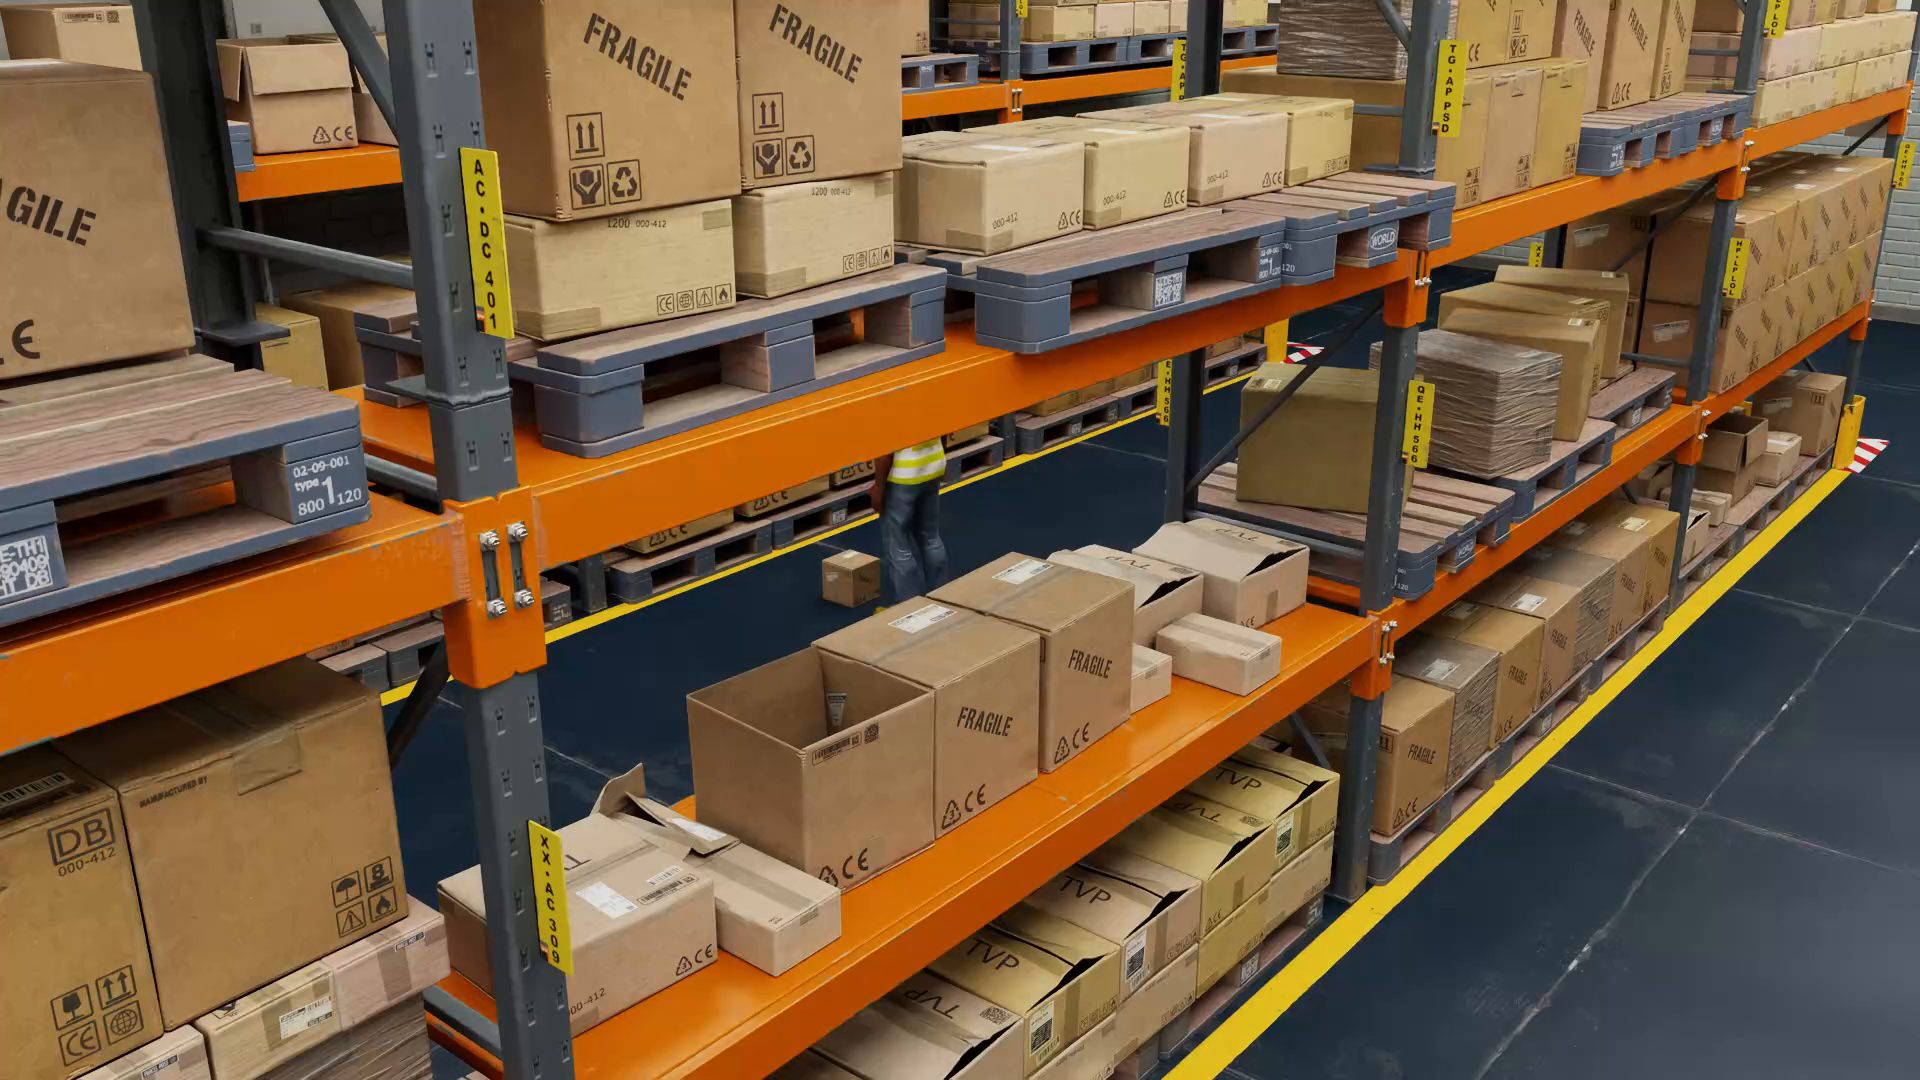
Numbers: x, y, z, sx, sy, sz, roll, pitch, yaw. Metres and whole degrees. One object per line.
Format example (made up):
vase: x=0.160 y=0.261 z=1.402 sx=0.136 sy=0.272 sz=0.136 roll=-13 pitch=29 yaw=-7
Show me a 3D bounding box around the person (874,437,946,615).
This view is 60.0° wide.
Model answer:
person: x=3.595 y=2.092 z=0.779 sx=18.071 sy=3.229 sz=9.187 roll=16 pitch=26 yaw=38
